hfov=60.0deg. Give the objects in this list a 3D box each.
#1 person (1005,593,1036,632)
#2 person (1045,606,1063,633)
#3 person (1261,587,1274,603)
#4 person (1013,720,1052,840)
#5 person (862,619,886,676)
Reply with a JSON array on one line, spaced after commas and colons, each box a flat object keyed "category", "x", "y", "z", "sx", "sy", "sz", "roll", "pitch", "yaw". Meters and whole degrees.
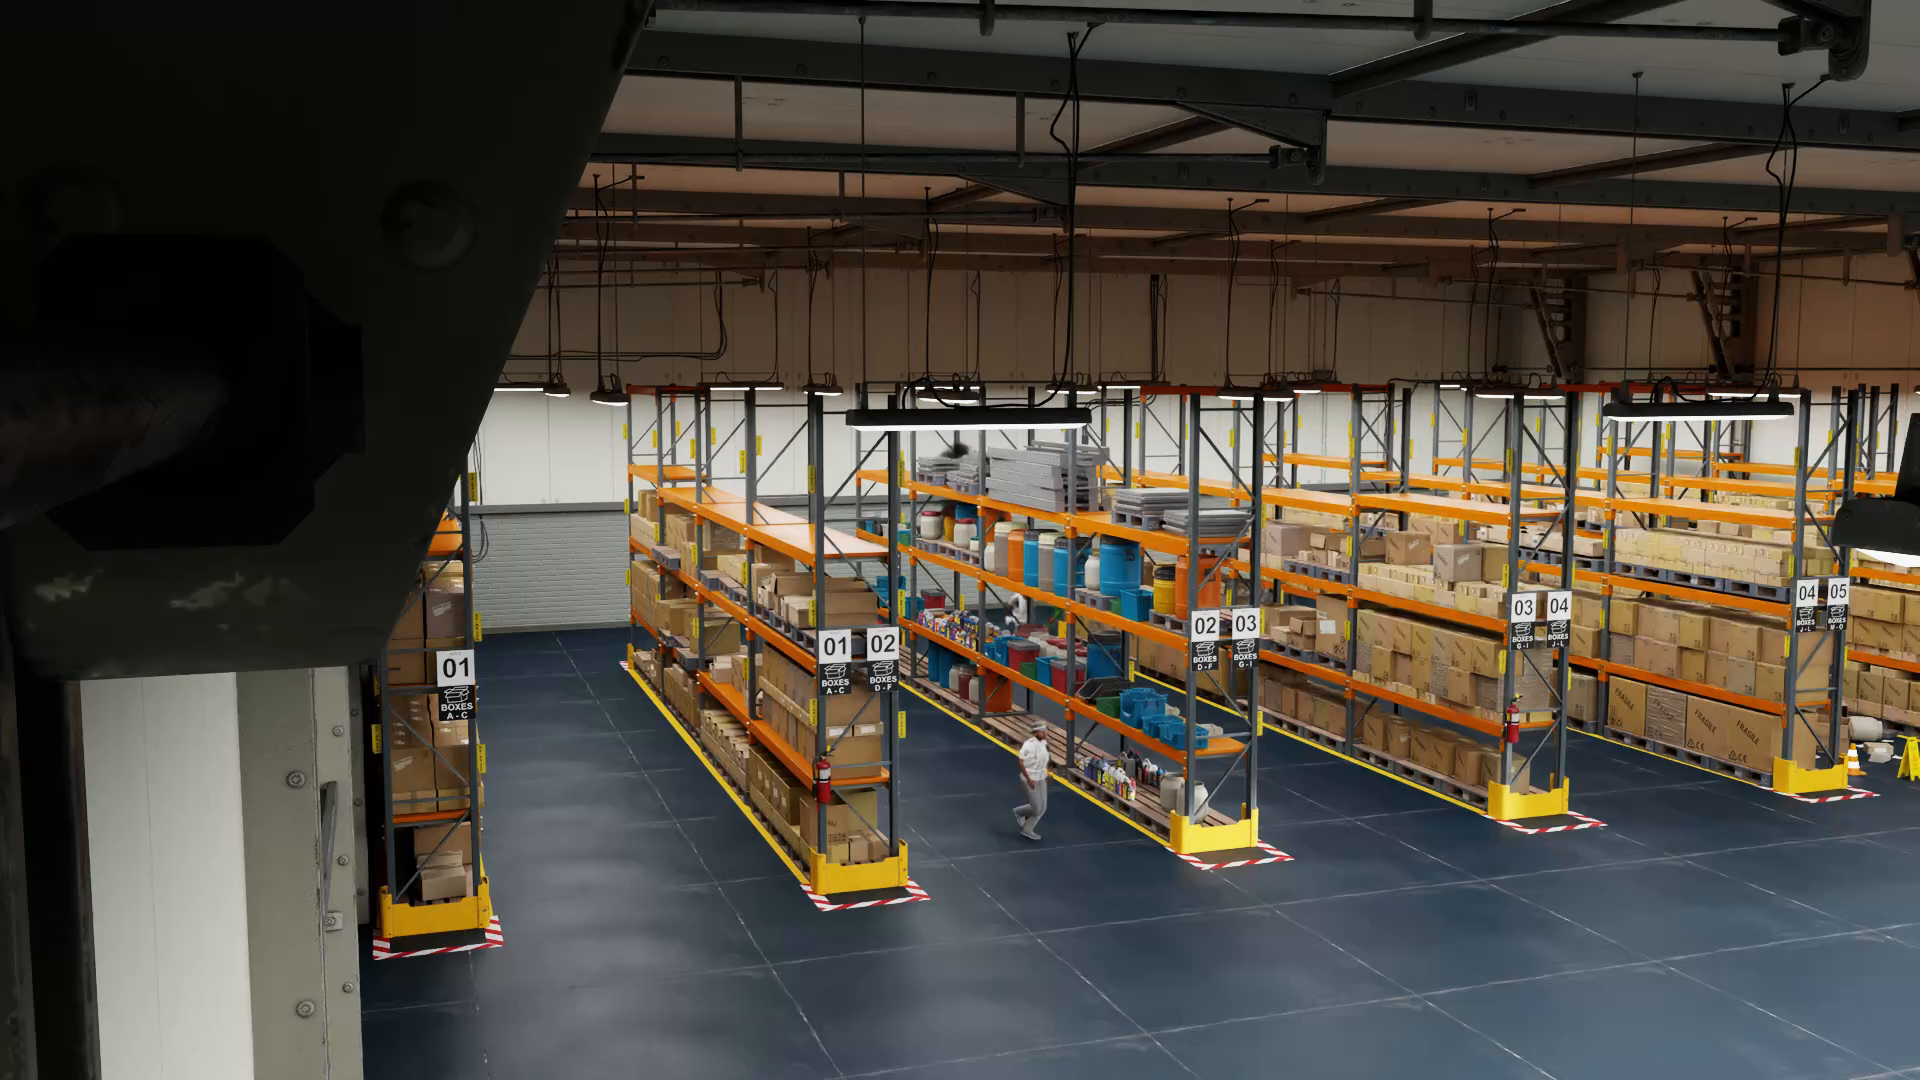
[{"category": "person", "x": 1.324, "y": 1.754, "z": 36.142, "sx": 0.674, "sy": 1.711, "sz": 0.695, "roll": -4, "pitch": 7, "yaw": -36}, {"category": "person", "x": 2.429, "y": 1.363, "z": 39.965, "sx": 0.727, "sy": 1.709, "sz": 0.801, "roll": 3, "pitch": 7, "yaw": 26}, {"category": "person", "x": 7.616, "y": 1.266, "z": 41.097, "sx": 0.654, "sy": 1.704, "sz": 0.649, "roll": -1, "pitch": 6, "yaw": -13}, {"category": "person", "x": 0.952, "y": 3.214, "z": 22.472, "sx": 0.533, "sy": 1.636, "sz": 0.573, "roll": 6, "pitch": 8, "yaw": 44}, {"category": "person", "x": -1.721, "y": 2.170, "z": 32.019, "sx": 0.652, "sy": 1.787, "sz": 0.783, "roll": -1, "pitch": 6, "yaw": -11}]
